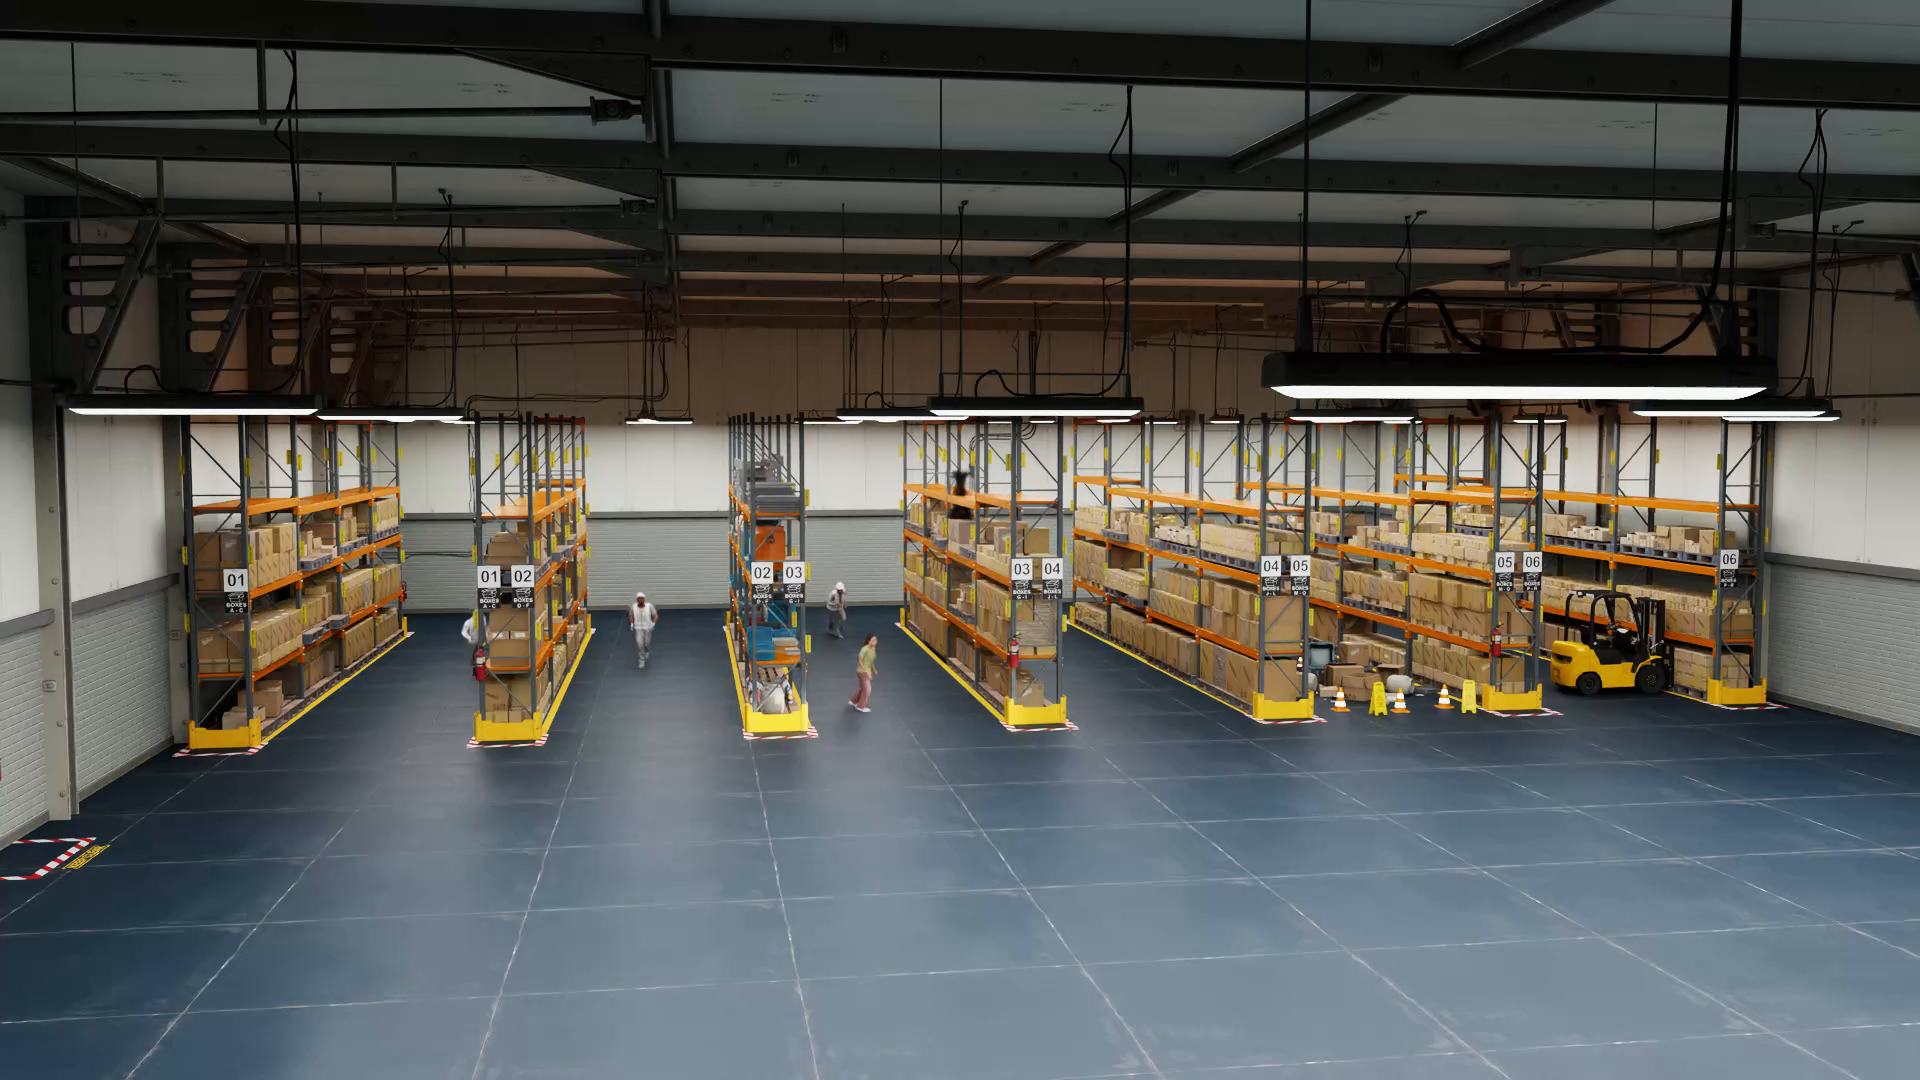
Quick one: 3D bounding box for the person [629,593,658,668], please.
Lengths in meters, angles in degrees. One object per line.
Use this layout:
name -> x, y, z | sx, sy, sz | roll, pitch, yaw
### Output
person -> -7.589, 2.140, 39.878 | 0.686, 1.787, 0.768 | 0, 4, -2

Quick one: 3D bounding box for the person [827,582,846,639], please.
person -> -3.408, 1.891, 45.230 | 0.654, 1.568, 1.184 | -2, 4, -30

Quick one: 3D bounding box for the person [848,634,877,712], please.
person -> -1.971, 2.662, 33.405 | 0.738, 1.605, 0.573 | 2, 4, 25

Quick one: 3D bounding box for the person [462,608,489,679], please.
person -> -11.041, 2.338, 37.941 | 0.609, 1.641, 0.717 | -1, 4, -16
